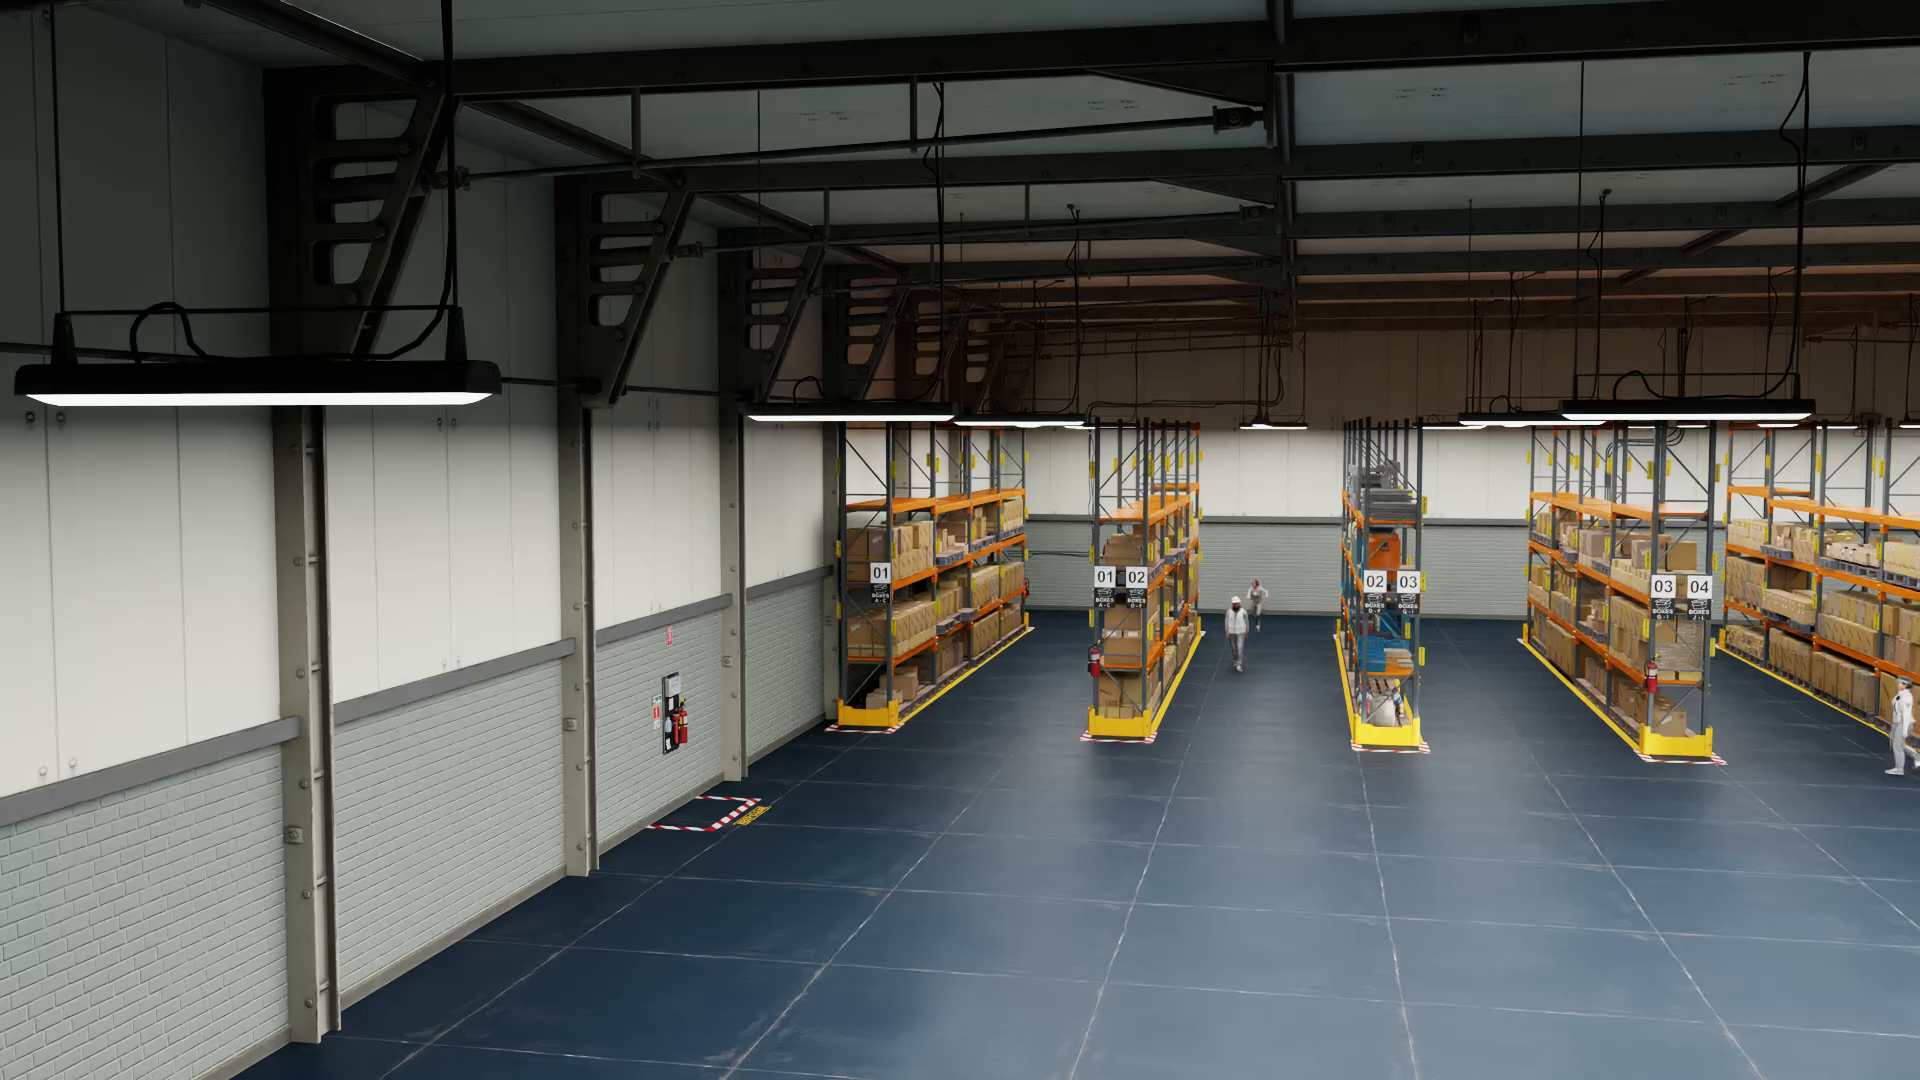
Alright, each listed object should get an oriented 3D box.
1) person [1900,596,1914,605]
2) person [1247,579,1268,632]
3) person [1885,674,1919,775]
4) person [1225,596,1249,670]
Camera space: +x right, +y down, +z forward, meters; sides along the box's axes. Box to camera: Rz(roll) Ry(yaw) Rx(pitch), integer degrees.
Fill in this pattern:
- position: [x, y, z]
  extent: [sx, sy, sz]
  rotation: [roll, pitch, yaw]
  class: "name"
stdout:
- position: [23.457, 2.197, 41.004]
  extent: [0.541, 1.789, 0.564]
  rotation: [-1, 4, -20]
  class: "person"
- position: [8.508, 1.866, 47.516]
  extent: [0.582, 1.515, 0.792]
  rotation: [1, 4, 21]
  class: "person"
- position: [15.760, 3.070, 27.686]
  extent: [0.628, 1.668, 0.488]
  rotation: [1, 4, 10]
  class: "person"
- position: [6.653, 2.227, 40.109]
  extent: [0.554, 1.733, 0.919]
  rotation: [2, 4, 25]
  class: "person"
